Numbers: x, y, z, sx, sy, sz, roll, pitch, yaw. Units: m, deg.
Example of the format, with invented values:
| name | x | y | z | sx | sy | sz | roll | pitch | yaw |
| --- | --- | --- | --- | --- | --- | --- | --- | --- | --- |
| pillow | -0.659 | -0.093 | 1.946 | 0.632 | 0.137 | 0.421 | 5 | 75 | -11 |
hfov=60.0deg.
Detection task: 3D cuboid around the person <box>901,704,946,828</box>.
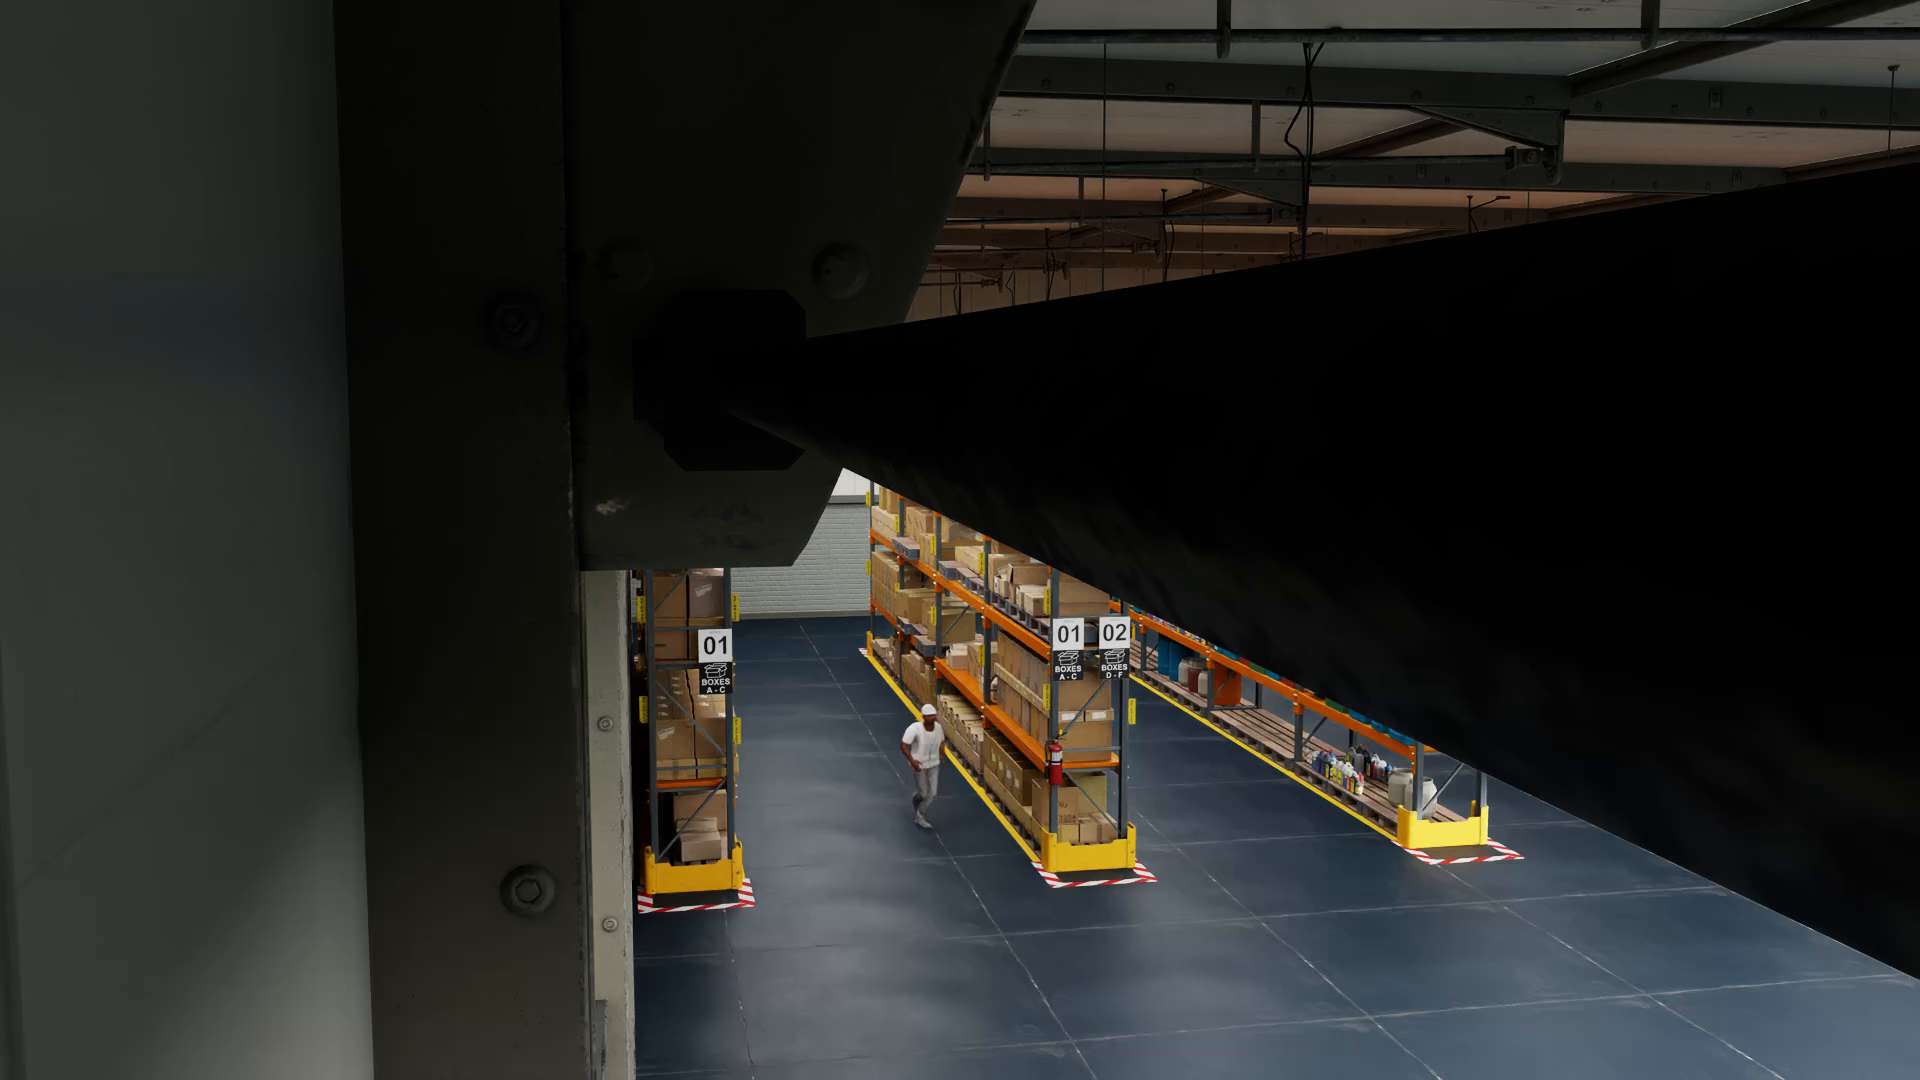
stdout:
| name | x | y | z | sx | sy | sz | roll | pitch | yaw |
| --- | --- | --- | --- | --- | --- | --- | --- | --- | --- |
| person | -0.518 | 3.091 | 22.990 | 0.693 | 1.712 | 0.627 | -3 | 7 | -26 |
